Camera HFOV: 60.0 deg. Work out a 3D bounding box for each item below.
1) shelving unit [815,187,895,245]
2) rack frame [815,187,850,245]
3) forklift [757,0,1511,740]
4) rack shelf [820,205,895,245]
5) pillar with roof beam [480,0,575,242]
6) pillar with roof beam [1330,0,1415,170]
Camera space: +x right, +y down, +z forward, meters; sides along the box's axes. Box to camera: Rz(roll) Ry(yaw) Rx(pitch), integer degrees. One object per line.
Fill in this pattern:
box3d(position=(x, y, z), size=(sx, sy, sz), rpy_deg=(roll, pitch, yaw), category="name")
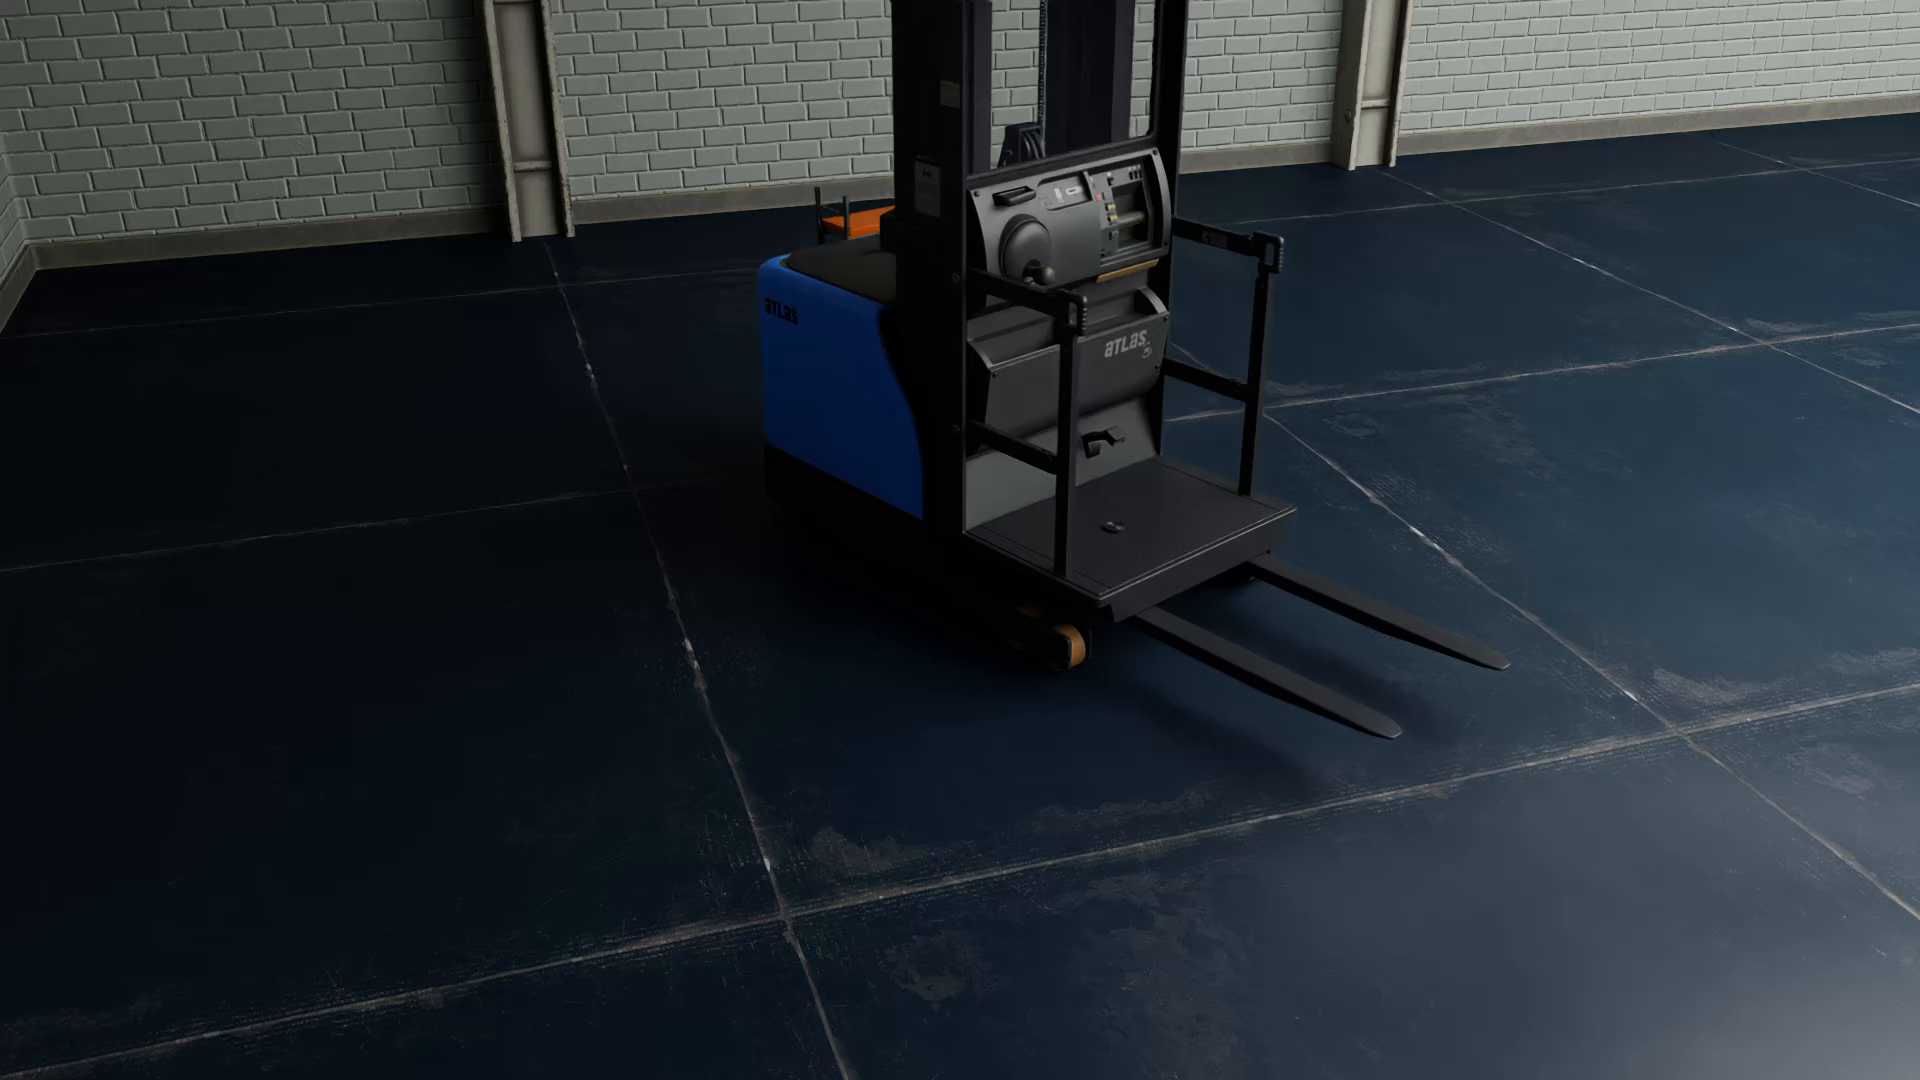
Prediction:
box3d(position=(-0.335, -0.986, 7.377), size=(0.503, 1.200, 0.258), rpy_deg=(-18, 30, -32), category="shelving unit")
box3d(position=(-0.531, -0.921, 7.246), size=(0.015, 1.200, 0.240), rpy_deg=(-18, 30, -32), category="rack frame")
box3d(position=(0.543, -1.110, 5.690), size=(1.130, 2.935, 3.031), rpy_deg=(-22, 34, -37), category="forklift")
box3d(position=(-0.343, -1.342, 7.211), size=(0.480, 0.148, 0.258), rpy_deg=(-18, 30, -32), category="rack shelf")
box3d(position=(-1.374, -4.198, 5.086), size=(0.400, 9.000, 9.100), rpy_deg=(-8, 28, -16), category="pillar with roof beam")
box3d(position=(4.331, -5.024, 6.750), size=(0.400, 9.000, 9.100), rpy_deg=(-8, 28, -16), category="pillar with roof beam")
